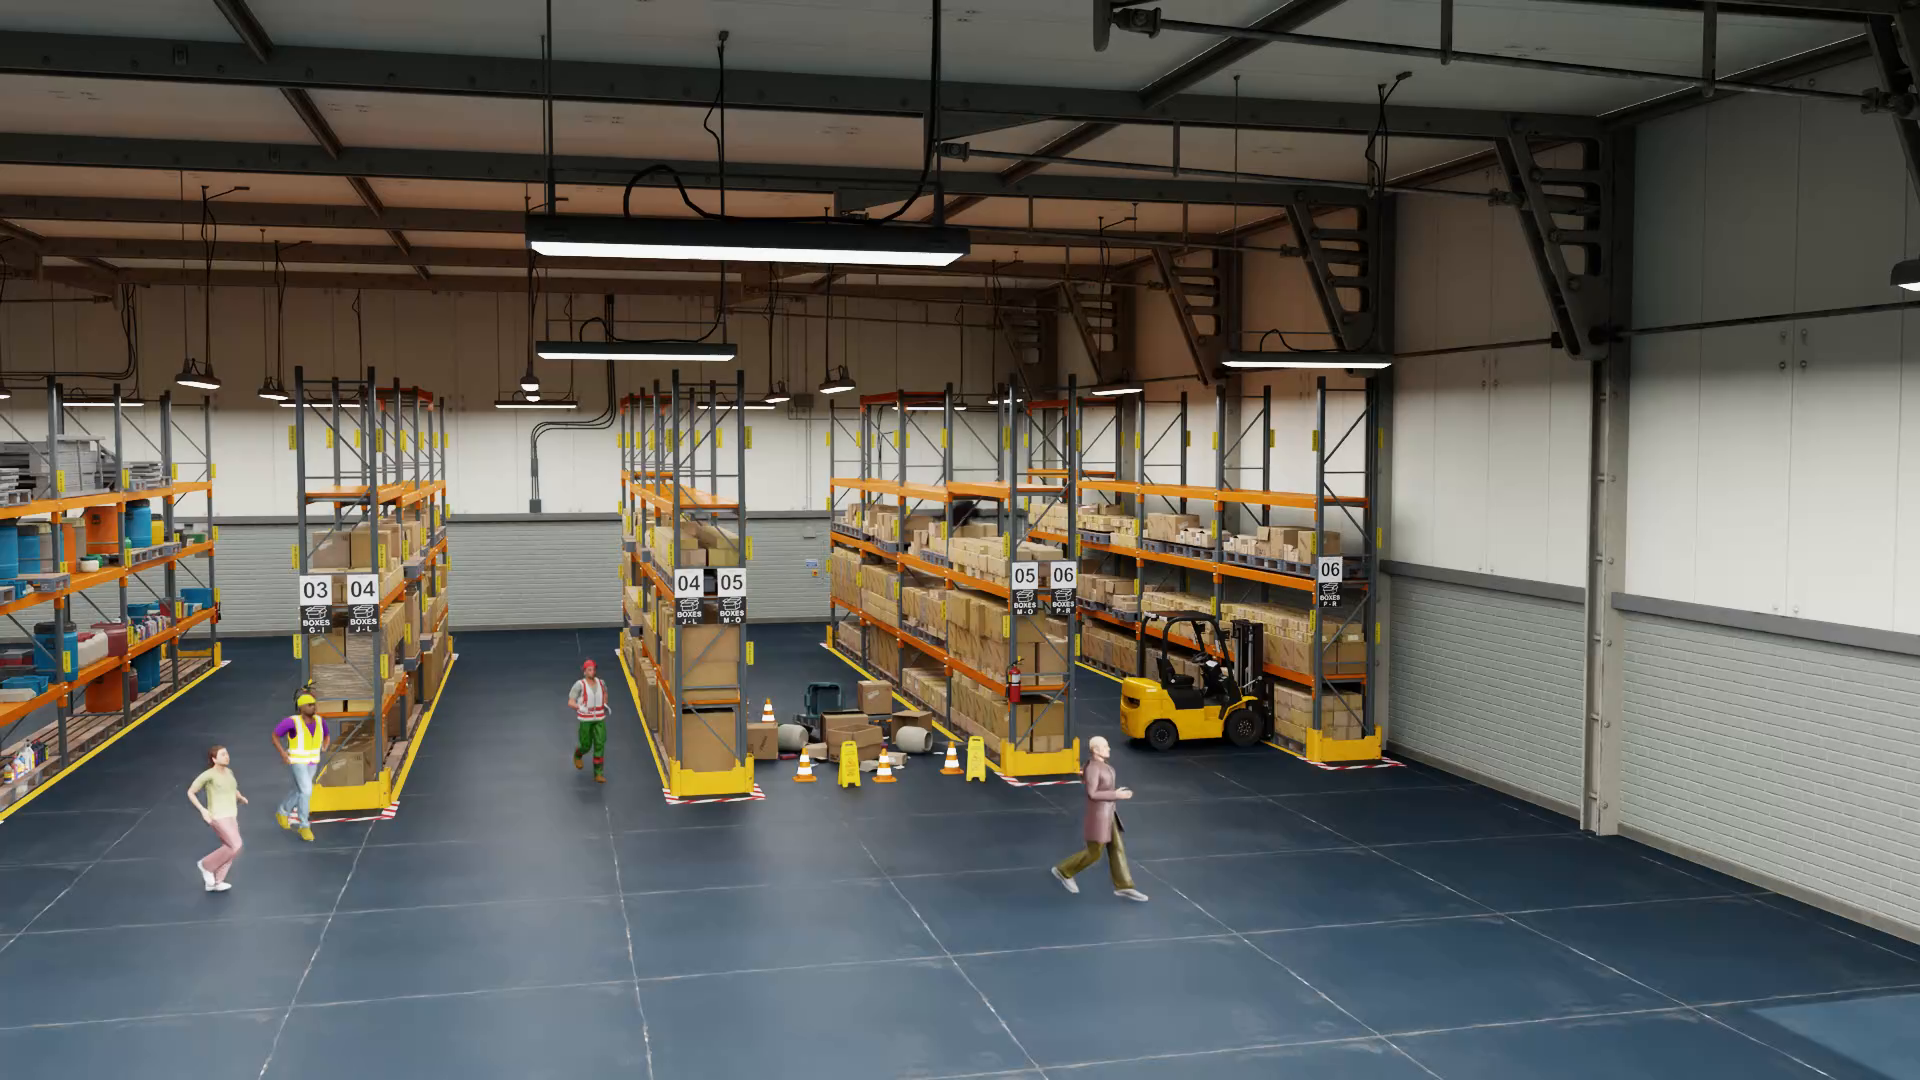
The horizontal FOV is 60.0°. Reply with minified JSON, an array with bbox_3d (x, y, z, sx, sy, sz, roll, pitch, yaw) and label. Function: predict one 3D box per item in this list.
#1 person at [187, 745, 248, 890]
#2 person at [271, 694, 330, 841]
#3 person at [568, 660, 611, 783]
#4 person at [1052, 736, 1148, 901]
[{"bbox_3d":[-8.155,3.080,18.435,0.537,1.623,0.567,1,3,13],"label":"person"},{"bbox_3d":[-8.373,2.854,21.196,0.842,1.800,0.701,2,4,29],"label":"person"},{"bbox_3d":[-5.408,2.645,24.403,0.658,1.768,0.971,-2,4,-35],"label":"person"},{"bbox_3d":[1.515,3.056,18.026,1.050,1.687,0.708,1,4,20],"label":"person"}]
